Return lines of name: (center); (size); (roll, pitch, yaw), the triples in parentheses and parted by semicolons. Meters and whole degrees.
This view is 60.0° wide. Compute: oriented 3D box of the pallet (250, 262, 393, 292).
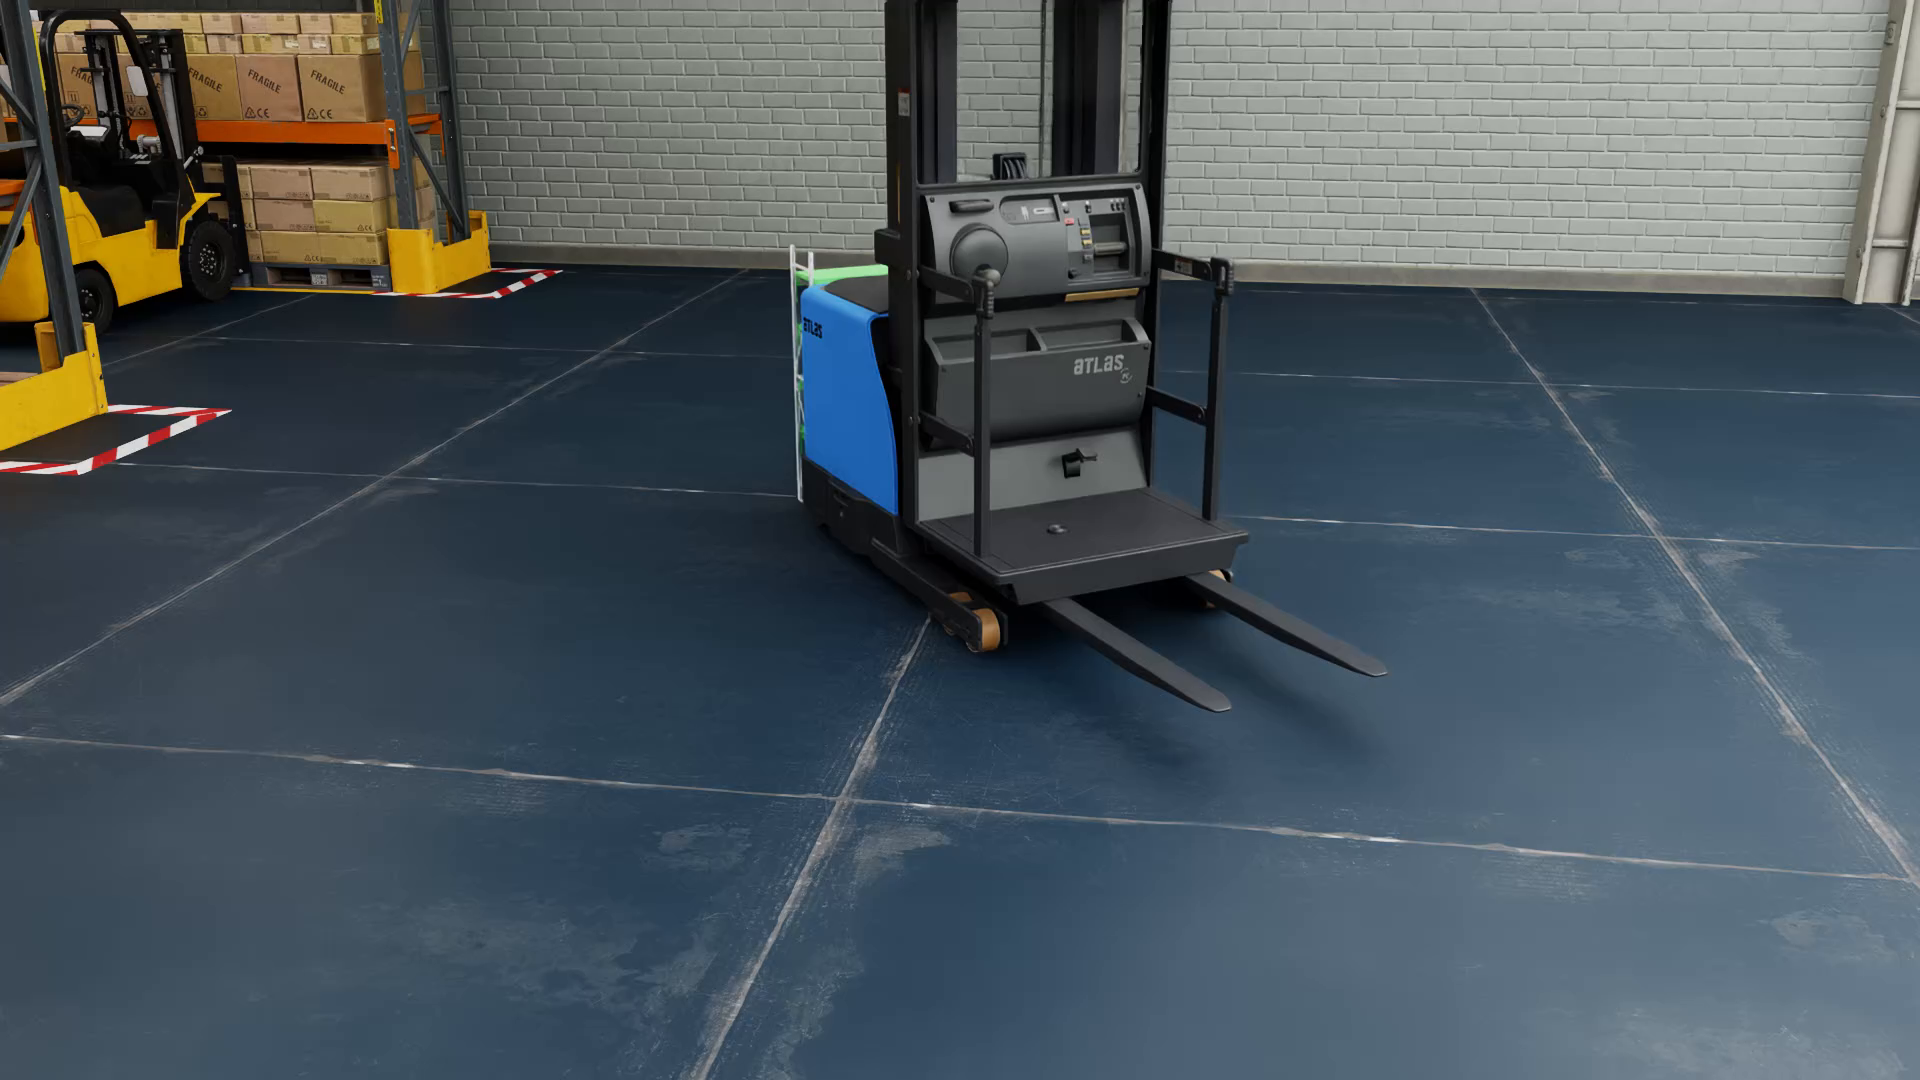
pallet: (-5.023, -2.252, 13.700); (1.213, 0.211, 1.003); (3, 19, 9)

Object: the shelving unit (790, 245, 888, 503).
shelving unit: (-0.488, -0.762, 7.689); (0.503, 1.200, 0.258); (-9, 21, -26)

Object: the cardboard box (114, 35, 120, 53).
cardboard box: (-6.679, -3.933, 13.151); (0.250, 0.149, 0.380); (2, 19, 7)

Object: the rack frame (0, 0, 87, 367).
rack frame: (-5.045, -1.993, 8.534); (0.127, 3.000, 1.000); (3, 19, 9)

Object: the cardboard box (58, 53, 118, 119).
cardboard box: (-6.797, -3.647, 13.318); (0.500, 0.500, 0.500); (3, 19, 8)

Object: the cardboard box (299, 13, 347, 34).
cardboard box: (-4.897, -3.999, 12.880); (0.250, 0.149, 0.380); (3, 19, 9)

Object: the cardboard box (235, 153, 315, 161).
cardboard box: (-5.692, -3.054, 13.799); (0.500, 0.250, 0.500); (3, 19, 8)

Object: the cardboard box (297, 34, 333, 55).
cardboard box: (-4.905, -3.837, 12.863); (0.250, 0.149, 0.380); (3, 19, 10)

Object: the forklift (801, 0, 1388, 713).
forklift: (0.400, -1.135, 6.077); (1.130, 2.935, 3.031); (-9, 21, -25)

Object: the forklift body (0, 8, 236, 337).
forklift body: (-6.423, -2.670, 11.894); (1.214, 2.155, 2.313); (3, 19, 9)

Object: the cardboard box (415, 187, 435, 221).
cardboard box: (-4.693, -2.770, 13.737); (0.500, 0.250, 0.500); (3, 19, 10)

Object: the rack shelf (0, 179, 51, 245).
rack shelf: (-7.020, -1.753, 8.949); (4.000, 0.370, 1.077); (3, 19, 9)

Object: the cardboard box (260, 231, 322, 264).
cardboard box: (-5.265, -2.397, 13.410); (0.500, 0.250, 0.500); (3, 19, 9)

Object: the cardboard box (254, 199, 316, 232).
cardboard box: (-5.285, -2.636, 13.338); (0.500, 0.250, 0.500); (3, 19, 8)

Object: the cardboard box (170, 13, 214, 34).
cardboard box: (-5.925, -4.030, 12.970); (0.250, 0.149, 0.380); (3, 19, 10)

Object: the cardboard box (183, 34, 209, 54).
cardboard box: (-5.919, -3.890, 13.023); (0.250, 0.149, 0.380); (3, 19, 9)

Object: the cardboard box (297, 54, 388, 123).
cardboard box: (-4.789, -3.539, 12.994); (0.500, 0.500, 0.500); (3, 19, 7)

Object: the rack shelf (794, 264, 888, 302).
rack shelf: (-0.488, -1.156, 7.557); (0.480, 0.148, 0.258); (-9, 21, -26)

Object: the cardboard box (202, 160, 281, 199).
cardboard box: (-5.770, -2.890, 13.308); (0.500, 0.250, 0.500); (3, 19, 9)

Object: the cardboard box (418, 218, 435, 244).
cardboard box: (-4.715, -2.530, 13.808); (0.500, 0.250, 0.500); (3, 19, 9)

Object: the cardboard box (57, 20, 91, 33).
cardboard box: (-6.919, -4.093, 13.158); (0.250, 0.149, 0.380); (3, 19, 8)

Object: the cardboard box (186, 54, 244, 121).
cardboard box: (-5.806, -3.593, 13.158); (0.500, 0.500, 0.500); (3, 19, 8)

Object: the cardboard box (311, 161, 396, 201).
cardboard box: (-4.766, -2.844, 13.170); (0.500, 0.250, 0.500); (4, 19, 10)

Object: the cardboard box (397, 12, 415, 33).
cardboard box: (-4.559, -4.129, 13.266); (0.250, 0.149, 0.380); (3, 19, 8)

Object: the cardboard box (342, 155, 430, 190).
cardboard box: (-4.706, -3.002, 13.642); (0.500, 0.250, 0.500); (3, 19, 8)

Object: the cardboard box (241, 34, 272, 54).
cardboard box: (-5.395, -3.885, 13.008); (0.250, 0.149, 0.380); (3, 19, 8)

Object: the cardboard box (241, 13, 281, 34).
cardboard box: (-5.394, -4.040, 13.001); (0.250, 0.149, 0.380); (3, 19, 9)

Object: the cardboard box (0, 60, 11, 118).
cardboard box: (-7.814, -3.693, 13.456); (0.500, 0.500, 0.500); (2, 19, 7)

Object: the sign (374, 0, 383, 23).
sign: (-4.361, -4.041, 12.454); (0.005, 0.325, 0.100); (3, 19, 9)

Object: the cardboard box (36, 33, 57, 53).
cardboard box: (-7.188, -3.954, 13.213); (0.250, 0.149, 0.380); (3, 19, 10)

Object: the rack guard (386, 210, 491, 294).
rack guard: (-4.238, -2.362, 13.575); (0.348, 0.500, 1.175); (3, 19, 9)

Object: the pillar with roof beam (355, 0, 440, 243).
pillar with roof beam: (-5.489, -5.362, 9.148); (0.400, 9.000, 9.100); (3, 19, 9)

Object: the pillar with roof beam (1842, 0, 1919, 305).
pillar with roof beam: (6.359, -4.758, 7.343); (0.400, 9.000, 9.100); (3, 19, 9)

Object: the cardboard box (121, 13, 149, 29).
cardboard box: (-6.410, -4.090, 13.151); (0.250, 0.149, 0.380); (3, 19, 9)

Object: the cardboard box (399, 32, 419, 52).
cardboard box: (-4.555, -4.002, 13.357); (0.250, 0.149, 0.380); (2, 19, 7)

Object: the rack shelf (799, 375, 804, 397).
rack shelf: (-0.488, -0.701, 7.709); (0.480, 0.148, 0.258); (-9, 21, -26)
